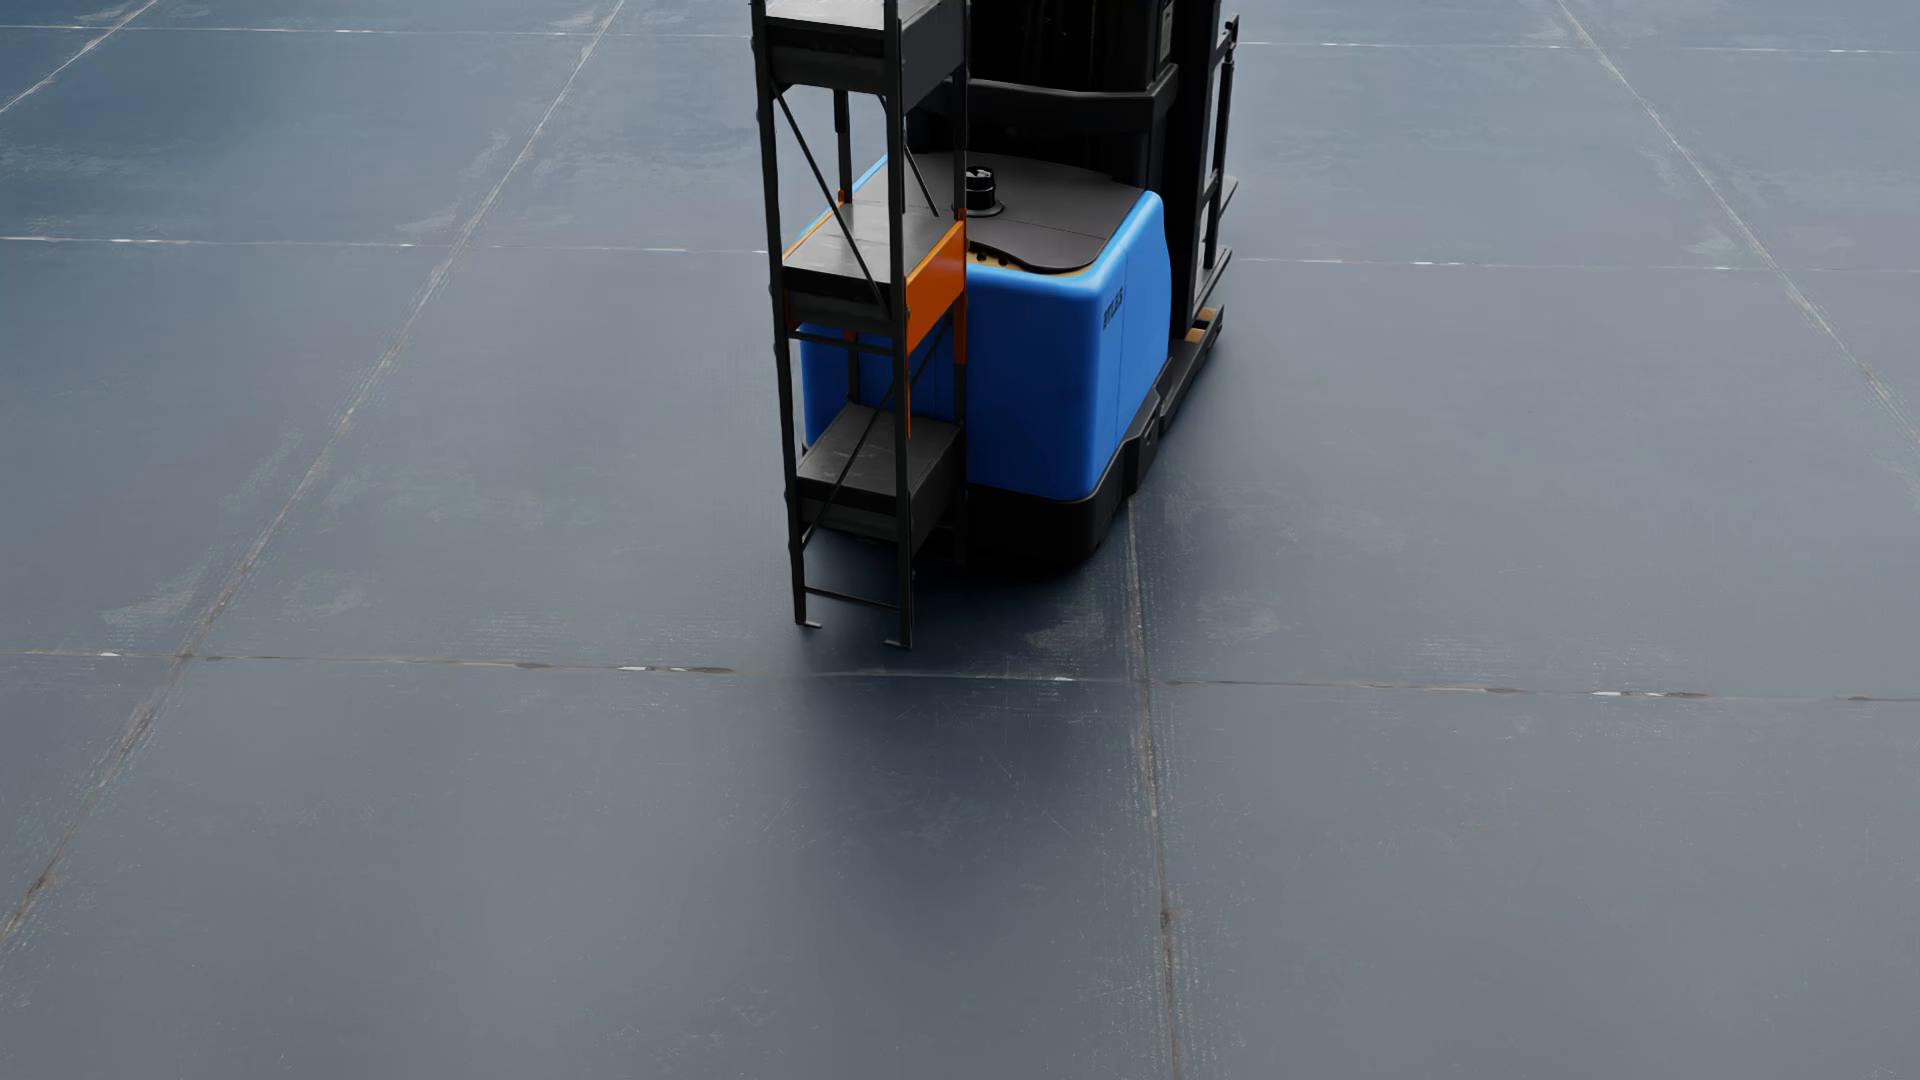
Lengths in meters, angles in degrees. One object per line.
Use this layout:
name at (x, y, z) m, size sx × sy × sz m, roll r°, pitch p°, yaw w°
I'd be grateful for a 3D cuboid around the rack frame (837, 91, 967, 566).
rack frame at (-0.171, -0.816, 5.084) m, size 0.400 × 2.100 × 0.015 m, roll 12°, pitch 37°, yaw 17°

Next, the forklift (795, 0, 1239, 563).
forklift at (0.448, -1.965, 5.998) m, size 1.130 × 2.935 × 3.031 m, roll 12°, pitch 37°, yaw 17°

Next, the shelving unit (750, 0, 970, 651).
shelving unit at (-0.256, -0.684, 4.897) m, size 0.431 × 2.100 × 0.503 m, roll 12°, pitch 37°, yaw 17°

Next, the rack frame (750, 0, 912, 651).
rack frame at (-0.342, -0.553, 4.710) m, size 0.400 × 2.100 × 0.015 m, roll 12°, pitch 37°, yaw 17°

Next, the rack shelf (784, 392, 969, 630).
rack shelf at (-0.256, -0.100, 5.308) m, size 0.431 × 0.518 × 0.480 m, roll 12°, pitch 37°, yaw 17°

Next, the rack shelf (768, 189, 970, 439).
rack shelf at (-0.256, -0.673, 4.905) m, size 0.431 × 0.518 × 0.480 m, roll 12°, pitch 37°, yaw 17°

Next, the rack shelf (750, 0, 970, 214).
rack shelf at (-0.256, -1.246, 4.503) m, size 0.431 × 0.518 × 0.480 m, roll 12°, pitch 37°, yaw 17°
